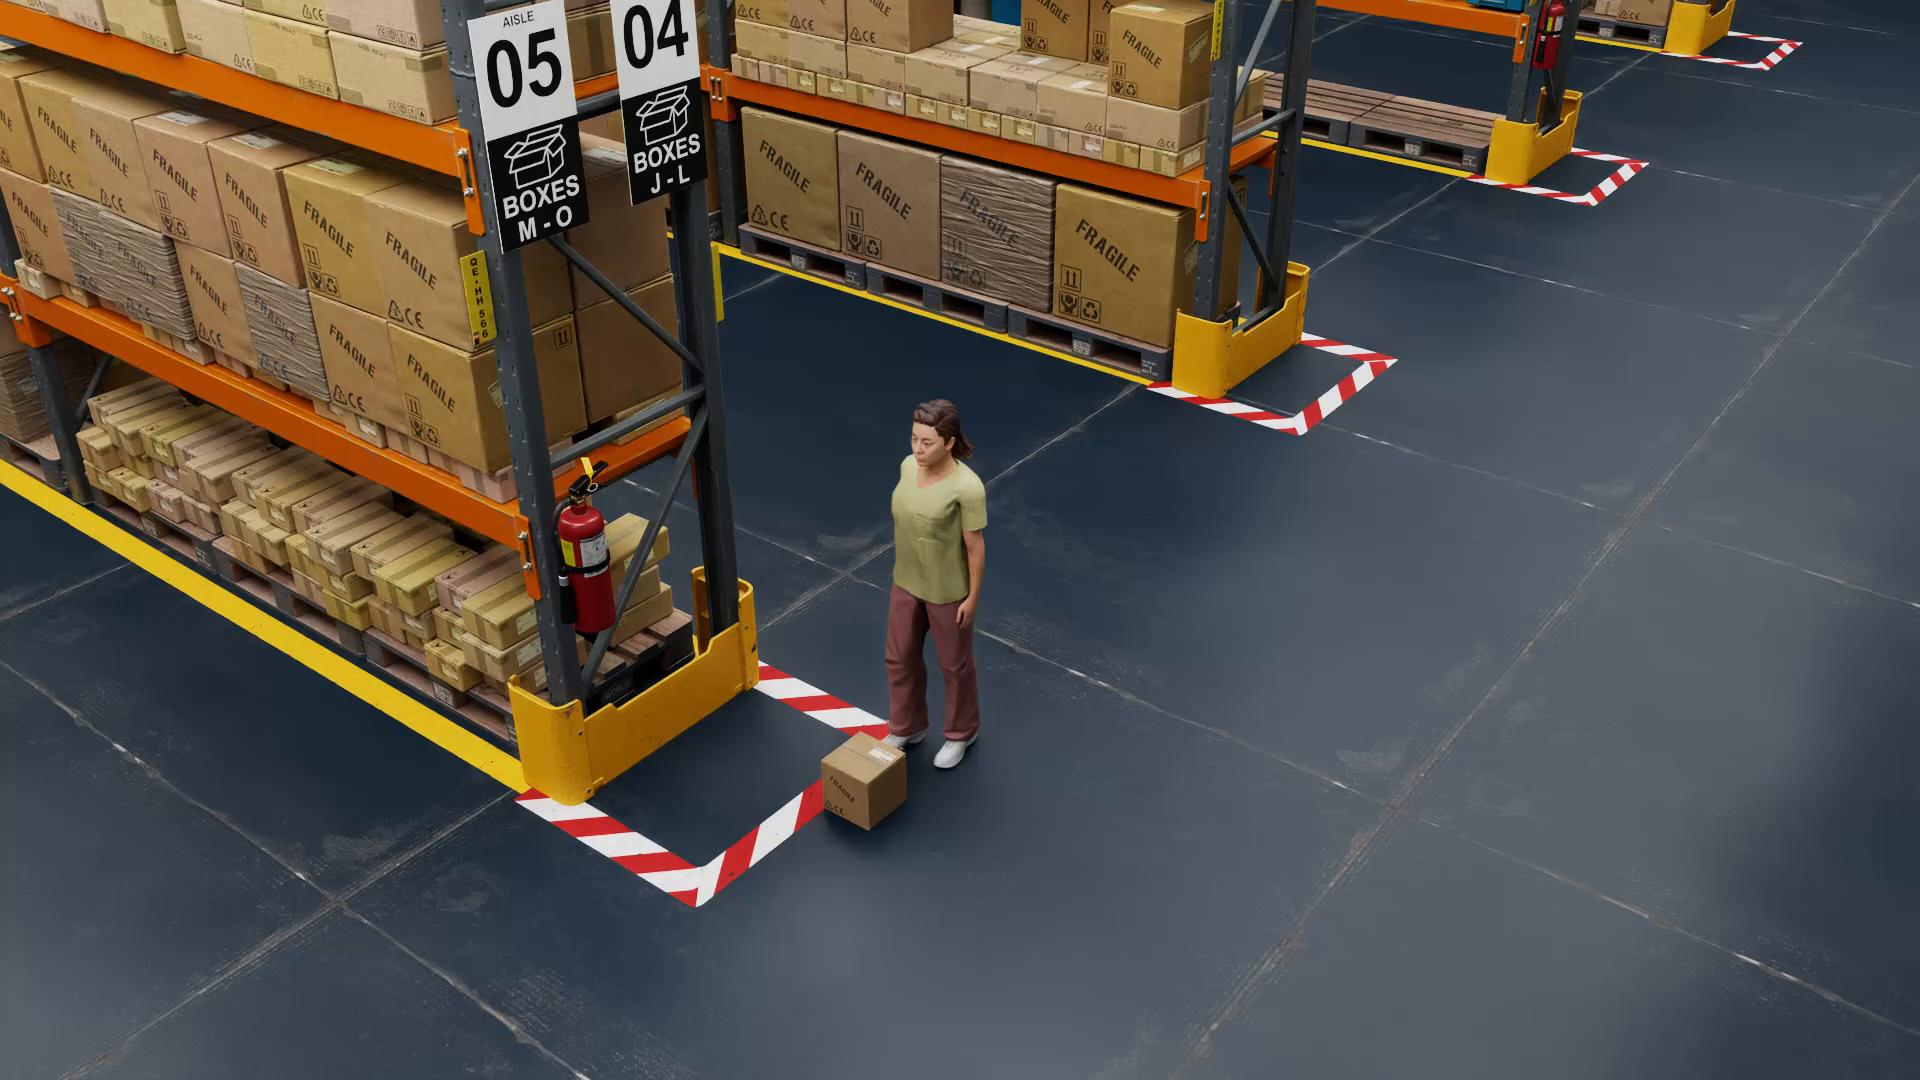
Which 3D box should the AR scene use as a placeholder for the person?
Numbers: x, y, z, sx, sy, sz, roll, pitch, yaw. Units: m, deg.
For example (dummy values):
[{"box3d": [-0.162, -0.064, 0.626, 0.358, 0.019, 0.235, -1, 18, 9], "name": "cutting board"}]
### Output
[{"box3d": [-0.123, 0.206, 6.792, 0.444, 1.672, 0.442, 23, 38, 33], "name": "person"}]
